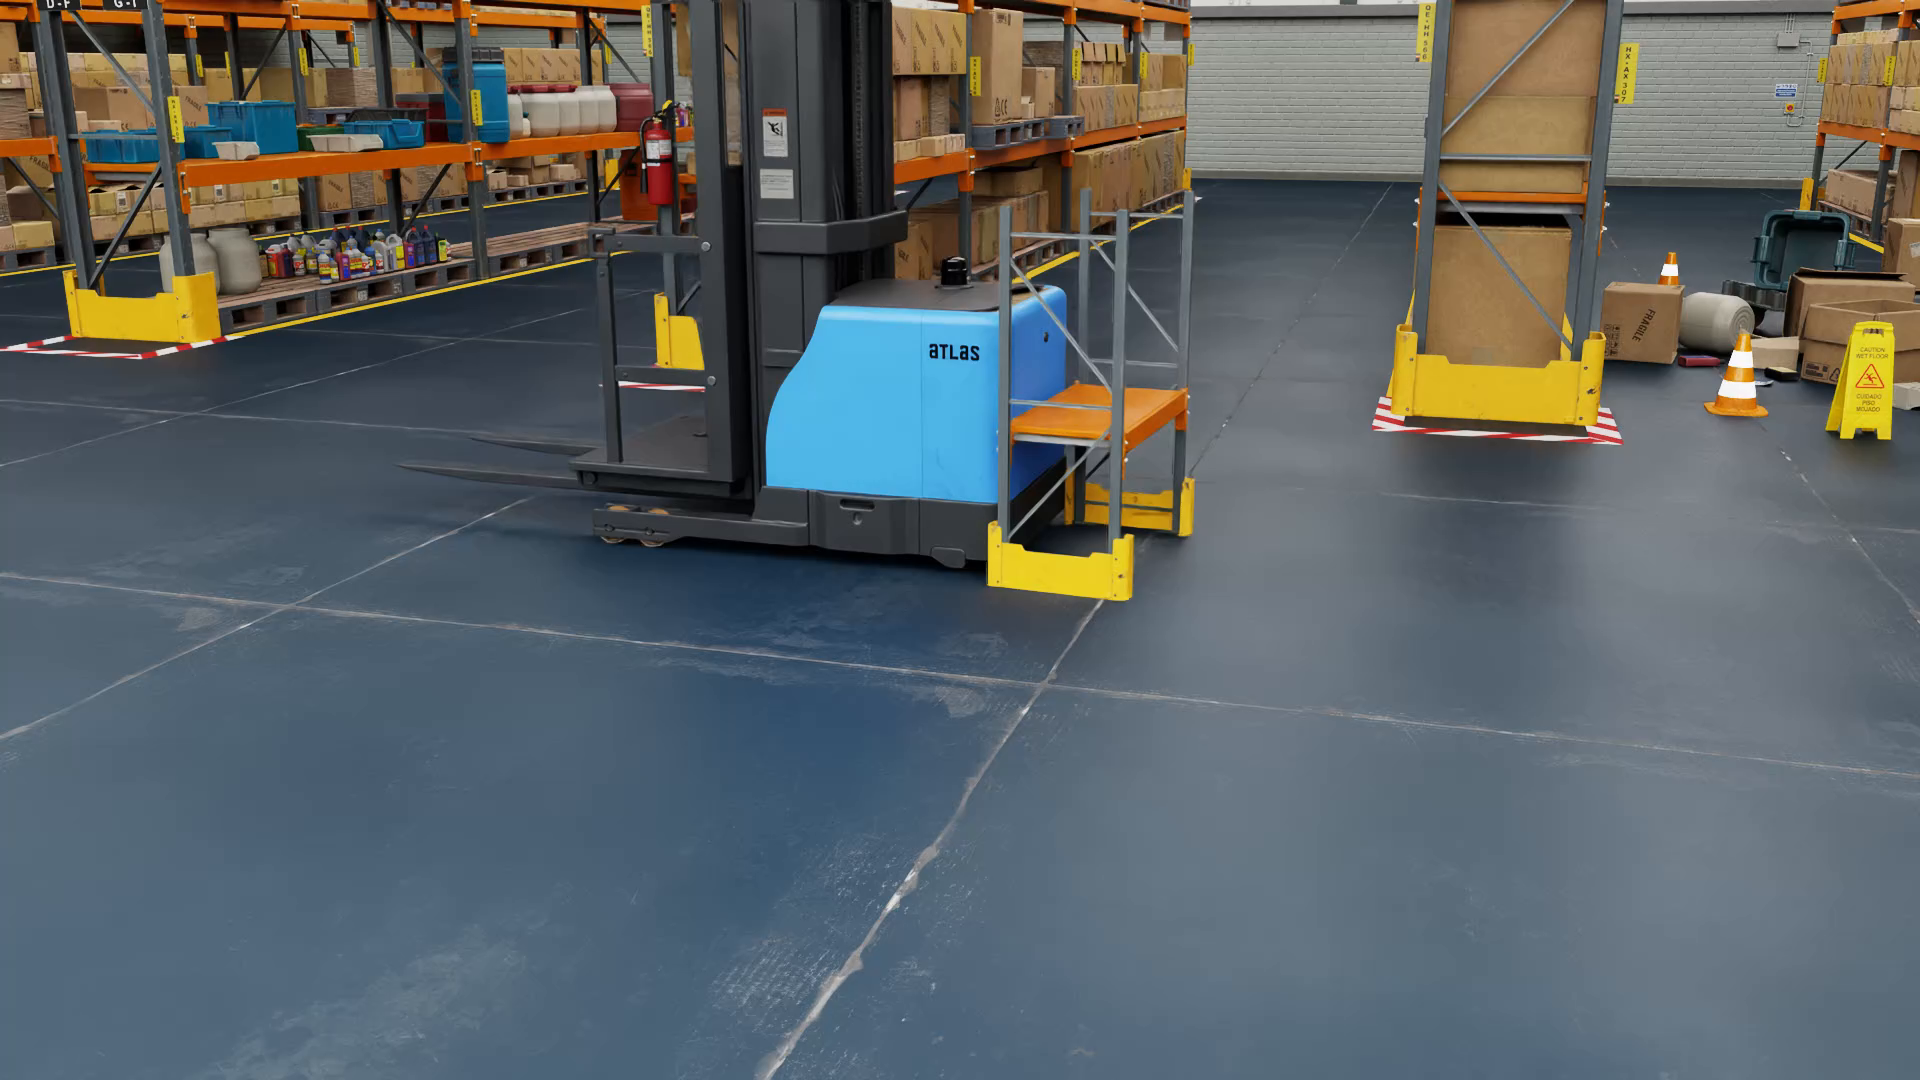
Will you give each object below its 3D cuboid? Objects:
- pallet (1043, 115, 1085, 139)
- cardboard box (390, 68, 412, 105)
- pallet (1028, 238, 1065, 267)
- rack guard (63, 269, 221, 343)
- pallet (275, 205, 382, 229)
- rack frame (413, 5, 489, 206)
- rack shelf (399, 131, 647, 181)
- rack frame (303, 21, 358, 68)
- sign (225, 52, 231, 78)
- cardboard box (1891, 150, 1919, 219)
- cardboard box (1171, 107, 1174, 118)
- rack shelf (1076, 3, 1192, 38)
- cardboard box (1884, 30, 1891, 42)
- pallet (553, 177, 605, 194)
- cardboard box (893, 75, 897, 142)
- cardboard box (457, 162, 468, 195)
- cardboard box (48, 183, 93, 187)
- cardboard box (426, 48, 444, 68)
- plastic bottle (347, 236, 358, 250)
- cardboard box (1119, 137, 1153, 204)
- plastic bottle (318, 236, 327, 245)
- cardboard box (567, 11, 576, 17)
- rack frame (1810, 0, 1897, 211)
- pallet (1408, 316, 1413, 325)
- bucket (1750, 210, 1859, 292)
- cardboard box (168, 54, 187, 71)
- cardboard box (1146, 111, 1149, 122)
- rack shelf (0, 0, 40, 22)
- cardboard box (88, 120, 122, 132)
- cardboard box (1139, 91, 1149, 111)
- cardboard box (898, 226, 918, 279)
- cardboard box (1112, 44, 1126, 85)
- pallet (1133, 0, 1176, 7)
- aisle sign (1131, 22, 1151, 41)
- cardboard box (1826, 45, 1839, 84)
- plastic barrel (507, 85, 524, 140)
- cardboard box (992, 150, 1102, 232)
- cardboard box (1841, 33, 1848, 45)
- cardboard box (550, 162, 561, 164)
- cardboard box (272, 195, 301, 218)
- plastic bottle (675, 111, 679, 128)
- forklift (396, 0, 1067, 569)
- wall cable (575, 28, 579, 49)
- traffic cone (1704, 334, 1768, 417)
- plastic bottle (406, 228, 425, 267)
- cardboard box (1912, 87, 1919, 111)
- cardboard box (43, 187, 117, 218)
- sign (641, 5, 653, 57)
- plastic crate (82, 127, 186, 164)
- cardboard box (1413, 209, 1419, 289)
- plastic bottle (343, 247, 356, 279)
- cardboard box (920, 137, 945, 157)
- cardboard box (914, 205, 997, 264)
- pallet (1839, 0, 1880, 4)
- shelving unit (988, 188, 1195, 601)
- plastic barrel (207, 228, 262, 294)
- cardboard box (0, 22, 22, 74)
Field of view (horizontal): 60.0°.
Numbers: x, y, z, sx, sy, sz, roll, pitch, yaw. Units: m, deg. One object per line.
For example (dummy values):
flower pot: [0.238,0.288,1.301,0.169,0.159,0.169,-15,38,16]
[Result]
pallet: [0.644,-4.417,17.756,1.213,0.211,1.003,5,16,16]
cardboard box: [-8.058,-6.303,23.100,0.700,0.500,0.500,1,16,2]
pallet: [0.521,-3.158,18.076,1.003,0.211,1.213,5,16,16]
rack guard: [-6.301,-1.816,12.815,1.175,0.500,0.348,5,16,16]
pallet: [-8.504,-4.324,22.186,1.003,0.211,1.213,5,16,16]
rack frame: [-7.616,-6.519,24.817,1.000,3.000,0.127,5,16,16]
rack shelf: [-4.573,-4.218,18.023,1.077,0.370,4.000,5,16,16]
rack frame: [-11.229,-7.949,29.858,1.000,3.000,0.127,5,16,16]
sign: [-9.275,-6.031,21.120,0.100,0.325,0.005,5,16,16]
cardboard box: [11.283,-3.993,19.035,0.875,0.875,0.875,5,17,18]
cardboard box: [2.944,-6.290,24.468,0.380,0.149,0.250,4,16,15]
rack shelf: [2.450,-7.370,23.639,1.077,0.370,4.000,5,16,16]
cardboard box: [11.479,-6.121,20.208,0.380,0.149,0.250,4,16,15]
pallet: [-6.726,-5.996,28.082,1.003,0.211,1.213,5,16,16]
cardboard box: [-0.982,-3.341,12.884,0.875,0.500,0.500,5,16,16]
cardboard box: [-7.481,-5.377,24.565,0.500,0.500,0.500,5,16,16]
cardboard box: [-9.907,-3.840,18.613,0.500,0.311,0.500,5,17,17]
cardboard box: [-7.720,-7.201,25.204,0.500,0.500,0.500,5,17,16]
plastic bottle: [-5.694,-2.714,15.595,0.097,0.271,0.097,0,16,0]
cardboard box: [2.146,-5.097,22.925,0.875,0.875,0.875,5,16,16]
plastic bottle: [-5.909,-2.678,15.445,0.061,0.283,0.133,5,17,18]
cardboard box: [-6.525,-8.652,27.114,0.500,0.250,0.500,5,16,16]
rack frame: [12.519,-6.028,23.086,1.000,3.000,0.127,5,16,16]
pallet: [3.699,-1.392,11.849,1.003,0.211,1.213,5,16,16]
bucket: [6.506,-2.188,12.760,0.726,0.611,0.620,11,9,35]
cardboard box: [-12.254,-7.322,25.508,0.500,0.250,0.500,5,17,17]
cardboard box: [2.359,-5.750,22.564,0.380,0.149,0.250,4,16,14]
rack shelf: [-10.457,-5.000,15.282,1.077,0.370,4.000,5,16,16]
cardboard box: [-9.441,-4.522,18.234,0.380,0.149,0.250,5,16,16]
cardboard box: [2.266,-5.924,22.447,0.500,0.250,0.500,4,16,15]
cardboard box: [-0.700,-2.405,14.122,0.500,0.500,0.500,11,19,33]
cardboard box: [1.708,-6.113,21.363,0.797,0.503,0.637,4,16,14]
pallet: [2.472,-7.682,23.582,1.003,0.211,1.213,5,16,16]
aisle sign: [2.751,-8.089,25.589,0.394,0.787,0.004,5,16,16]
cardboard box: [12.110,-6.454,22.571,0.500,0.500,0.500,4,16,15]
plastic barrel: [-4.659,-4.340,16.884,0.433,0.535,0.433,0,16,0]
cardboard box: [0.961,-4.063,19.279,1.225,0.875,0.875,4,16,13]
cardboard box: [11.963,-6.665,22.126,0.380,0.149,0.250,5,17,18]
cardboard box: [-7.047,-6.204,27.937,0.500,0.250,0.500,5,16,16]
cardboard box: [-8.668,-4.196,20.894,0.500,0.250,0.500,5,17,17]
plastic bottle: [-3.484,-5.134,20.297,0.097,0.201,0.097,0,16,0]
forklift: [-1.090,-1.508,7.274,3.031,2.935,1.130,5,17,17]
wall cable: [-9.279,-10.793,34.582,3.097,2.526,0.112,5,16,16]
traffic cone: [4.710,-1.008,10.035,0.336,0.463,0.334,5,16,16]
plastic bottle: [-5.102,-2.738,15.532,0.144,0.351,0.185,4,16,13]
cardboard box: [10.697,-4.788,18.073,0.500,0.250,0.500,5,17,17]
cardboard box: [-9.533,-3.664,17.993,0.500,0.311,0.500,5,16,16]
sign: [-2.055,-3.368,11.006,0.100,0.325,0.005,5,16,16]
plastic crate: [-6.422,-3.077,12.955,0.499,0.251,0.616,5,16,16]
cardboard box: [4.425,-2.535,14.124,1.050,0.750,0.750,5,16,16]
plastic bottle: [-5.366,-2.434,14.606,0.097,0.271,0.097,0,16,0]
cardboard box: [-0.344,-3.258,13.779,0.380,0.149,0.250,5,16,16]
cardboard box: [-0.043,-2.949,16.003,0.700,0.500,0.500,5,16,16]
pallet: [12.319,-7.234,22.001,1.003,0.211,1.213,5,16,16]
shelving unit: [0.576,-0.647,6.861,0.587,1.500,1.083,6,17,21]
plastic barrel: [-6.021,-2.309,13.763,0.421,0.512,0.421,0,16,0]
cardboard box: [-10.009,-4.982,16.836,0.700,0.500,0.500,5,17,16]
